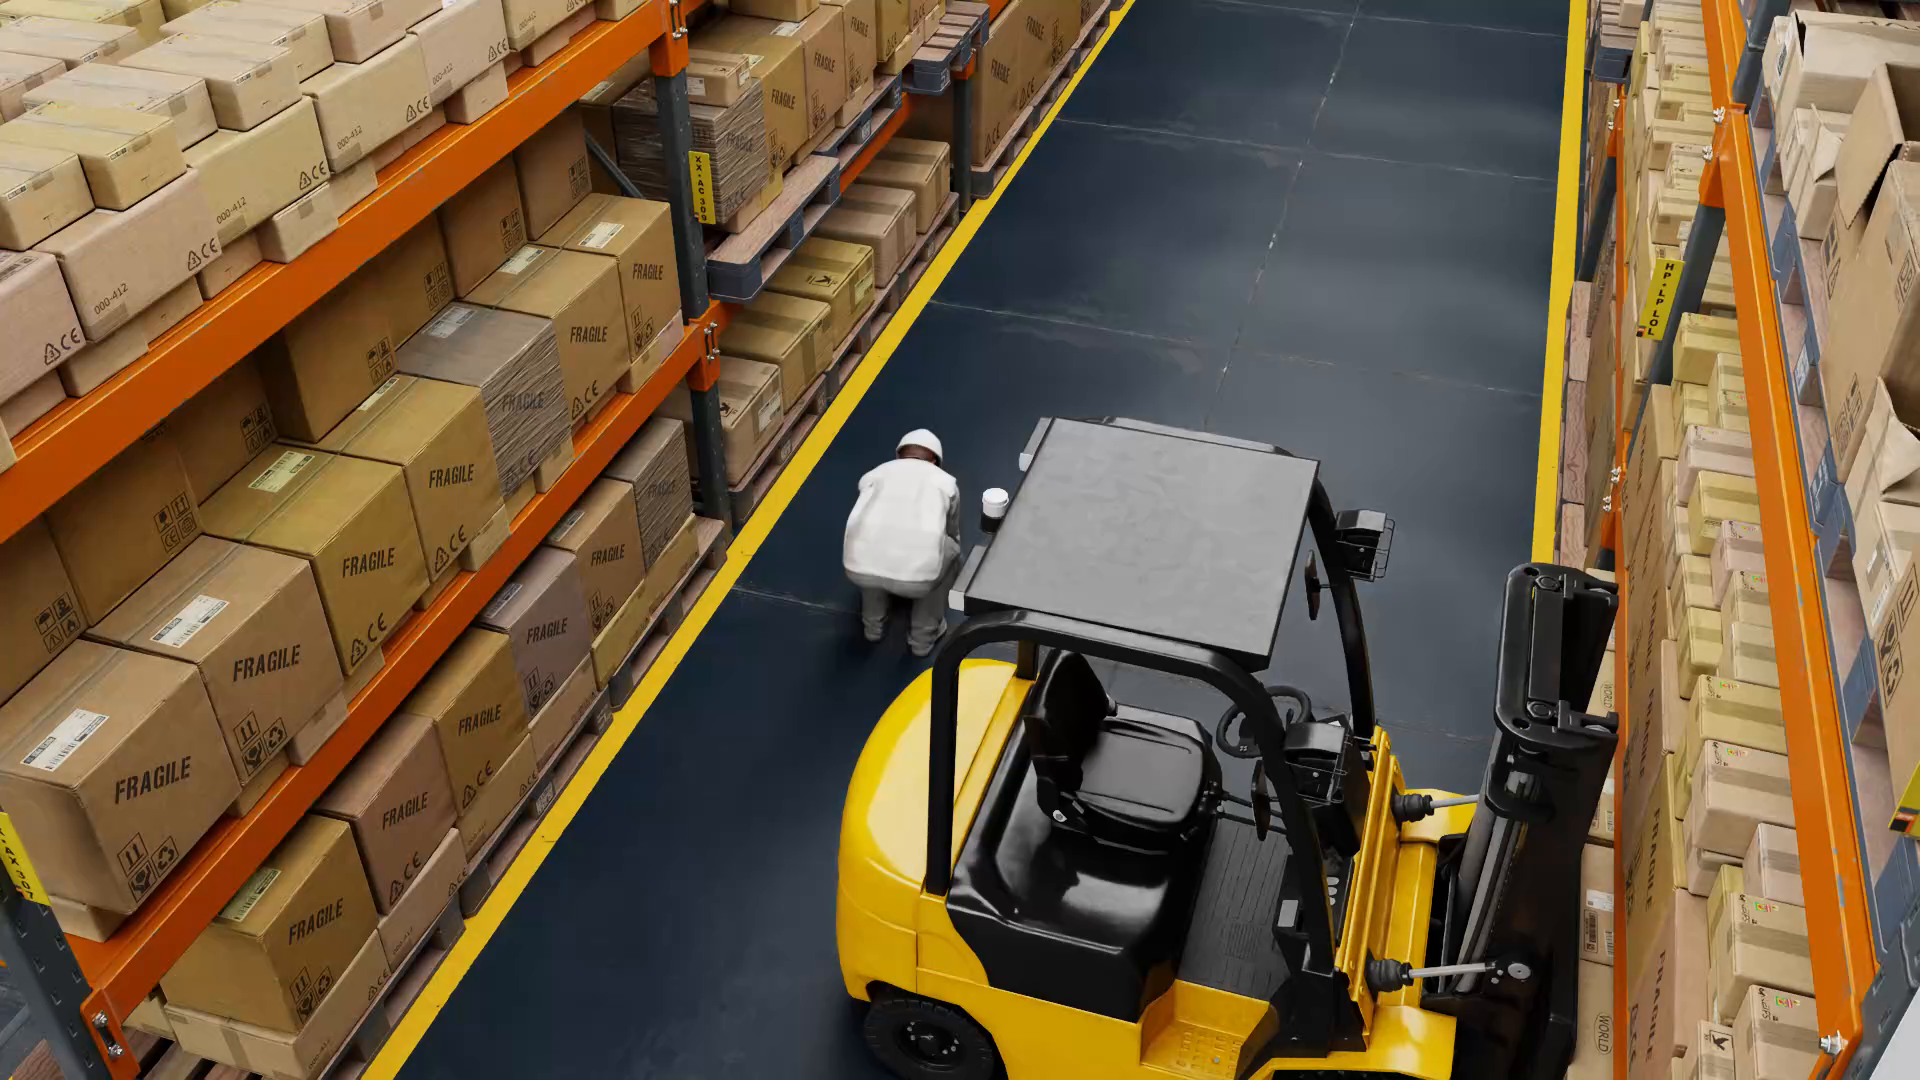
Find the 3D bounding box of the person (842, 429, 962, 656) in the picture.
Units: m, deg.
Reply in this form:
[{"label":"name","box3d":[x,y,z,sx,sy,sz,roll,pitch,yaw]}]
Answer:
[{"label":"person","box3d":[-0.241,0.015,7.679,0.502,0.815,0.999,8,37,10]}]
